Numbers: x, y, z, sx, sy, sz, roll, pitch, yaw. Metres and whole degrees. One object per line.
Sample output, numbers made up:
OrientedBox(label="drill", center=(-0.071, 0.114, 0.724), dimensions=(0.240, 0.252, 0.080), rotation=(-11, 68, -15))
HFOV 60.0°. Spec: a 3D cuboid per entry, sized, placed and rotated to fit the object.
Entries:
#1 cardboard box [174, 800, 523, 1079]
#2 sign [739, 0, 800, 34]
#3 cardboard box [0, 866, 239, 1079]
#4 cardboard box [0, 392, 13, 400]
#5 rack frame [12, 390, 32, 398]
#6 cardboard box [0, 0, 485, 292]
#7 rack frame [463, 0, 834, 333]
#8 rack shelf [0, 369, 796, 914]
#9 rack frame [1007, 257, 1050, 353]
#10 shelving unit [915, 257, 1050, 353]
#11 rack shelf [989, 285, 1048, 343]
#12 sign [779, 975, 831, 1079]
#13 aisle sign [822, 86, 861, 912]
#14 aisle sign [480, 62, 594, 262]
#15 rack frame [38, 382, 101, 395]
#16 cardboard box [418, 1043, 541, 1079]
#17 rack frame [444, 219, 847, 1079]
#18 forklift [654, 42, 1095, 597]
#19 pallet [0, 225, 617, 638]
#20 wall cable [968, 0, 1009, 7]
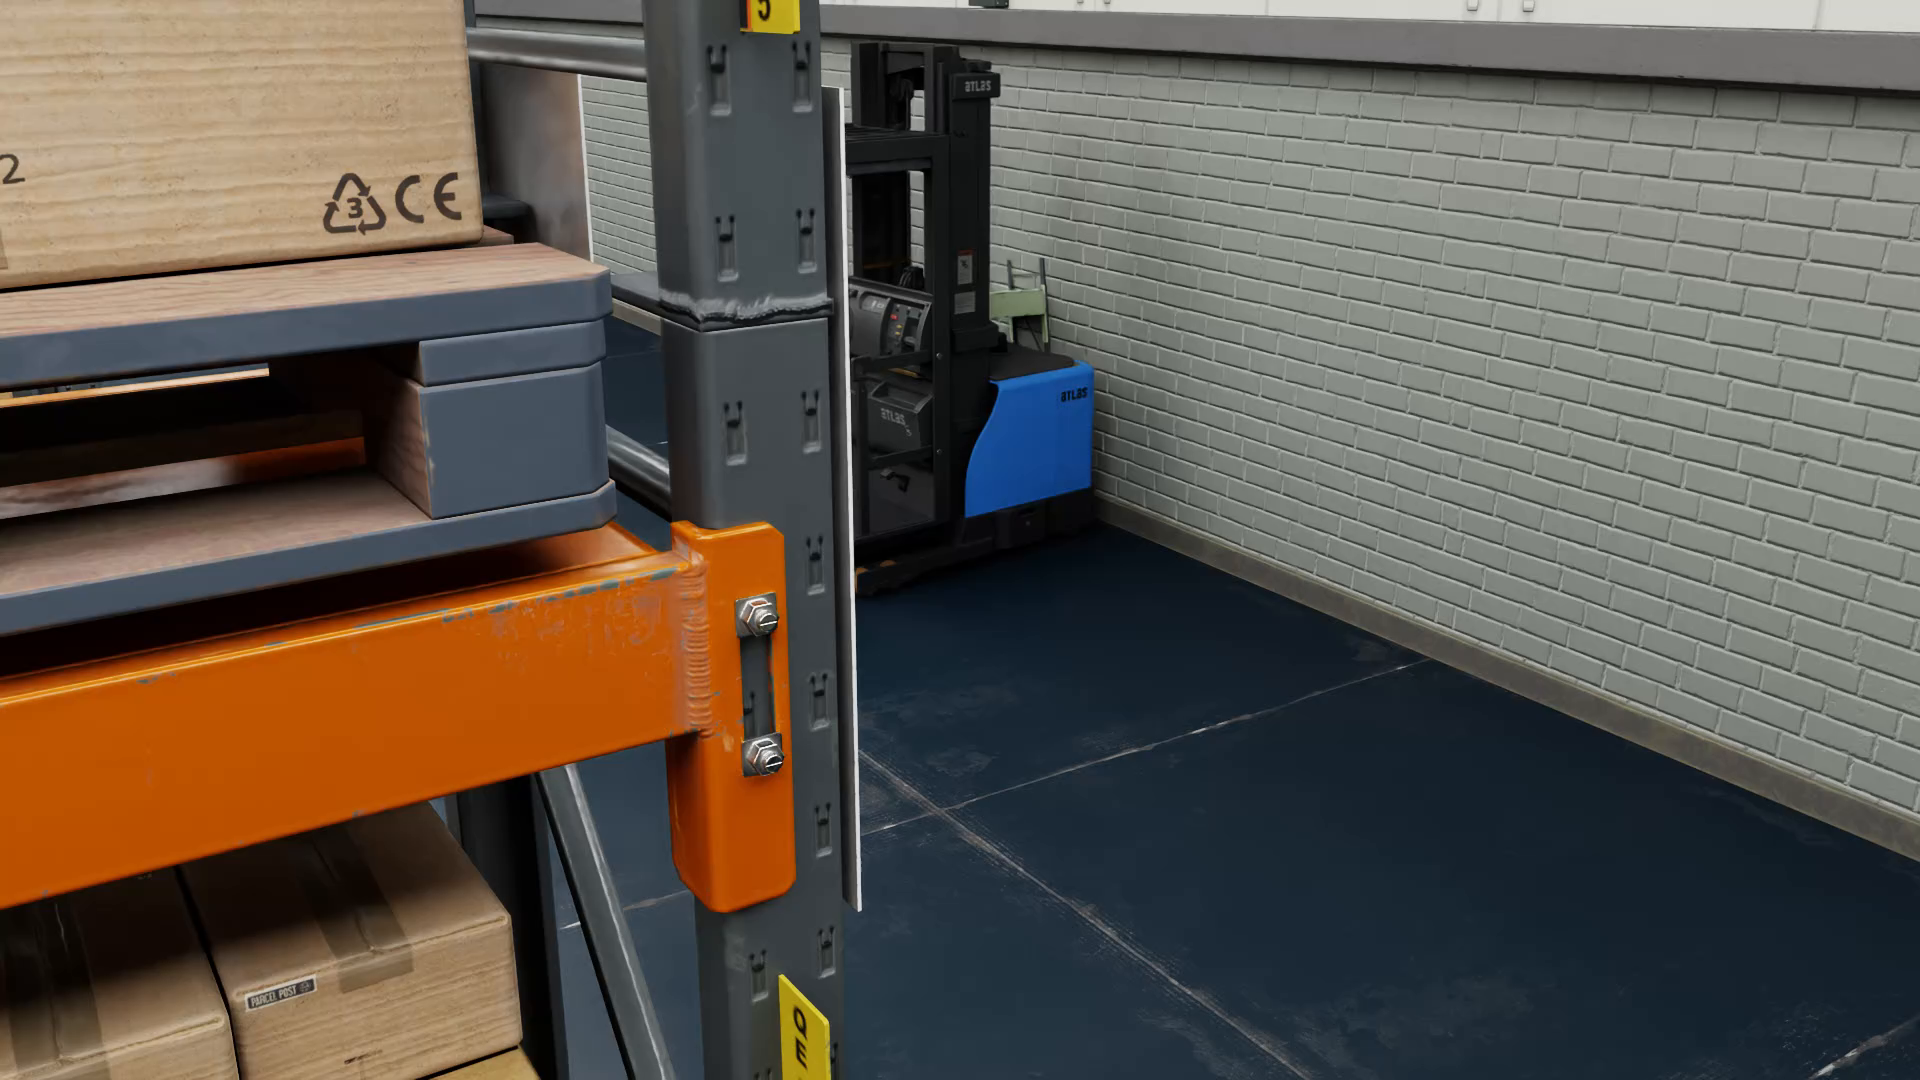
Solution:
OrientedBox(label="cardboard box", center=(-0.628, 0.391, 1.674), dimensions=(0.250, 0.149, 0.380), rotation=(-12, 22, -31))
OrientedBox(label="sign", center=(-0.151, -0.552, 1.253), dimensions=(0.005, 0.325, 0.100), rotation=(-12, 22, -31))
OrientedBox(label="cardboard box", center=(-0.827, 0.442, 1.522), dimensions=(0.250, 0.149, 0.380), rotation=(-11, 22, -30))
OrientedBox(label="cardboard box", center=(-3.490, -0.718, 5.504), dimensions=(0.500, 0.500, 0.500), rotation=(-12, 22, -32))
OrientedBox(label="rack frame", center=(-5.888, -1.548, 10.140), dimensions=(0.127, 3.000, 1.000), rotation=(-12, 22, -31))
OrientedBox(label="cardboard box", center=(-0.764, -0.390, 1.454), dimensions=(0.500, 0.250, 0.500), rotation=(-14, 23, -36))
OrientedBox(label="rack frame", center=(-0.438, -1.739, 1.338), dimensions=(0.127, 3.000, 1.000), rotation=(-12, 22, -31))
OrientedBox(label="rack shelf", center=(-2.108, 0.375, 0.892), dimensions=(4.000, 0.370, 1.077), rotation=(-12, 22, -31))
OrientedBox(label="rack frame", center=(0.478, -1.099, 10.979), dimensions=(0.023, 1.500, 0.400), rotation=(-10, 11, -32))
OrientedBox(label="shelving unit", center=(0.173, -1.046, 10.783), dimensions=(0.755, 1.500, 0.431), rotation=(-10, 11, -32))
OrientedBox(label="rack shelf", center=(0.148, -1.430, 10.719), dimensions=(0.720, 0.370, 0.431), rotation=(-10, 11, -32))
OrientedBox(label="sign", center=(-0.151, 0.590, 1.639), dimensions=(0.005, 0.325, 0.100), rotation=(-12, 22, -31))
OrientedBox(label="aisle sign", center=(-0.208, -0.058, 1.675), dimensions=(0.004, 0.787, 0.394), rotation=(-12, 22, -31))
OrientedBox(label="aisle sign", center=(-0.537, -0.219, 2.150), dimensions=(0.004, 0.787, 0.394), rotation=(-12, 22, -31))
OrientedBox(label="rack frame", center=(-3.245, -0.203, 6.163), dimensions=(0.127, 3.000, 1.000), rotation=(-12, 22, -31))
OrientedBox(label="cardboard box", center=(-0.710, 0.730, 1.683), dimensions=(0.500, 0.500, 0.500), rotation=(-11, 22, -30))
OrientedBox(label="rack frame", center=(-0.438, 1.103, 2.299), dimensions=(0.127, 3.000, 1.000), rotation=(-12, 22, -31))
OrientedBox(label="forklift", center=(-0.636, -1.257, 9.388), dimensions=(3.031, 2.935, 1.130), rotation=(-14, 23, -36))
OrientedBox(label="pallet", center=(-1.052, -0.143, 1.438), dimensions=(1.213, 0.211, 1.003), rotation=(-12, 22, -31))
OrientedBox(label="wall cable", center=(0.730, -5.988, 8.883), dimensions=(0.120, 5.999, 2.277), rotation=(-12, 22, -31))
